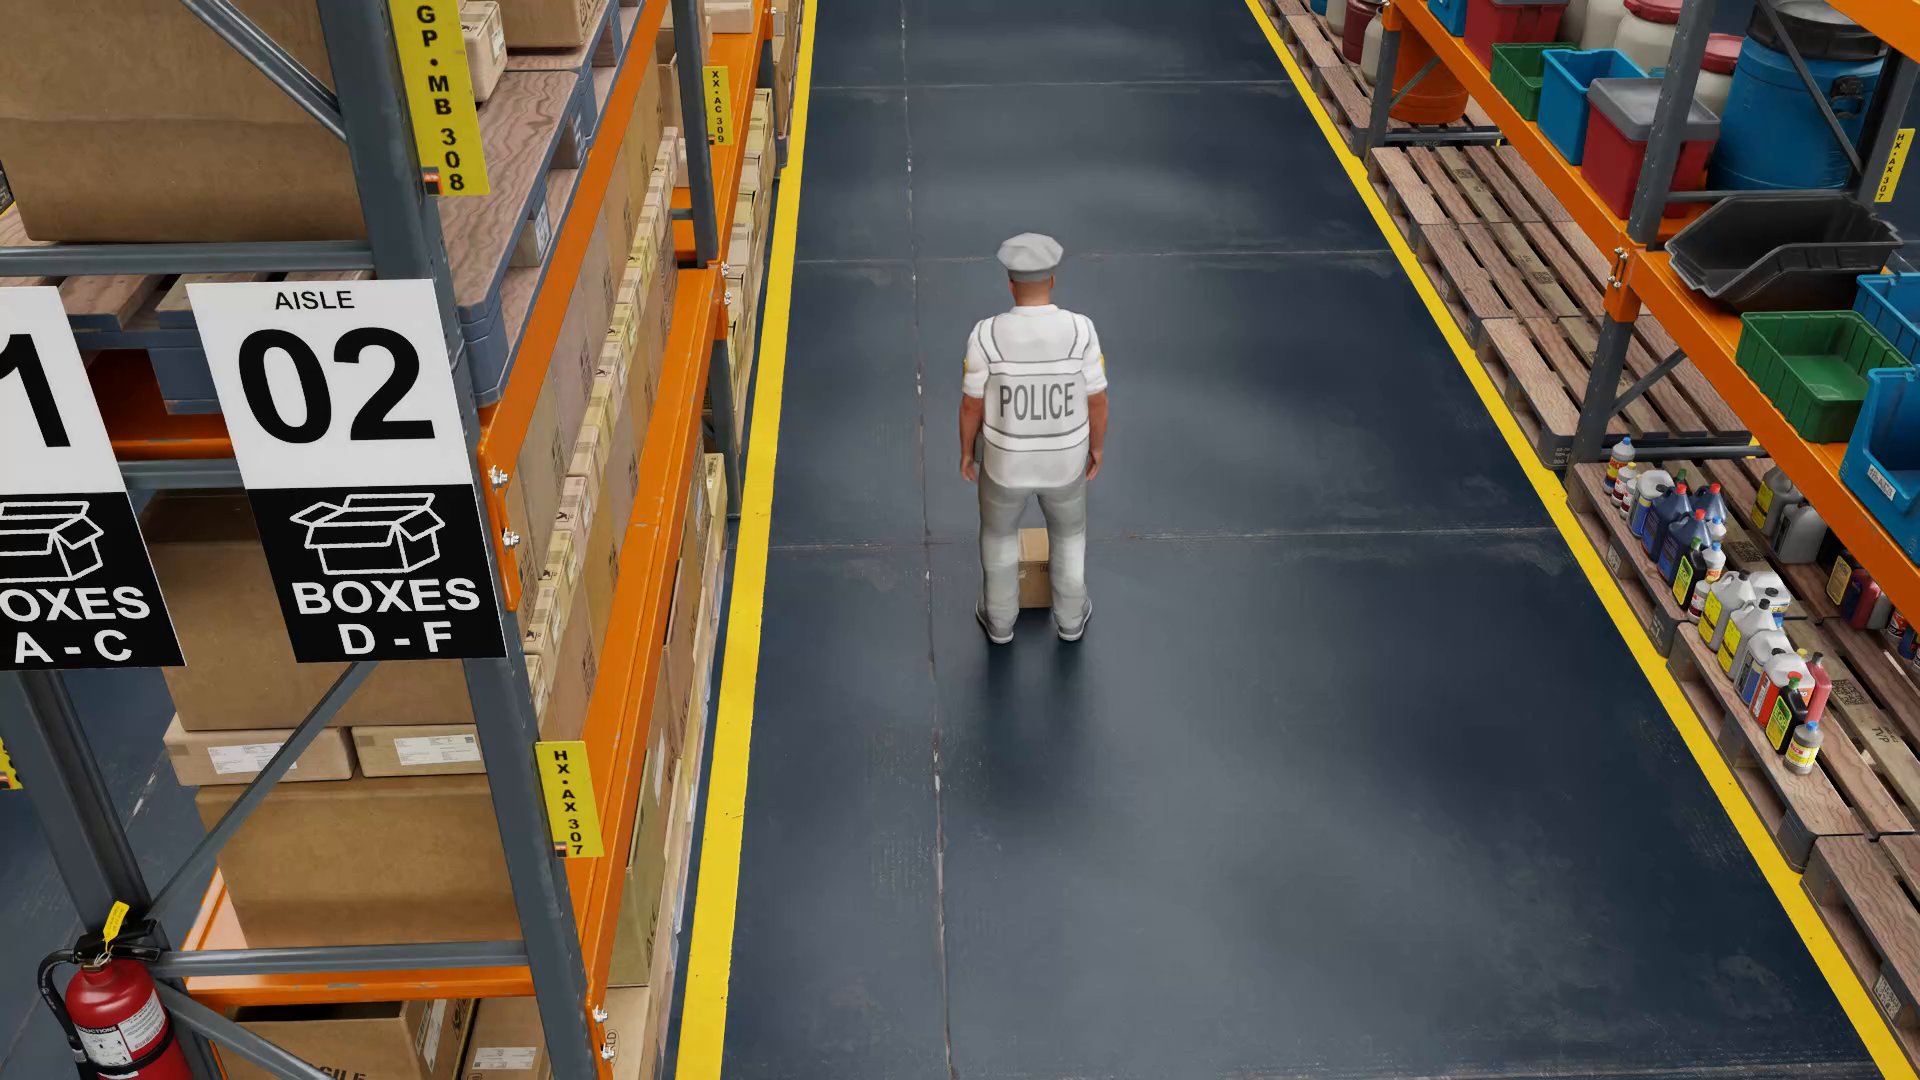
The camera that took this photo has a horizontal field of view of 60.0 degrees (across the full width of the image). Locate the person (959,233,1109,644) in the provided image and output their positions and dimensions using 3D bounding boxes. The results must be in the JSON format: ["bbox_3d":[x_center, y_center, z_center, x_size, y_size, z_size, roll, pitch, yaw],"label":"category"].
[{"bbox_3d":[0.289,-0.336,6.617,0.584,1.748,0.433,-1,35,-2],"label":"person"}]
